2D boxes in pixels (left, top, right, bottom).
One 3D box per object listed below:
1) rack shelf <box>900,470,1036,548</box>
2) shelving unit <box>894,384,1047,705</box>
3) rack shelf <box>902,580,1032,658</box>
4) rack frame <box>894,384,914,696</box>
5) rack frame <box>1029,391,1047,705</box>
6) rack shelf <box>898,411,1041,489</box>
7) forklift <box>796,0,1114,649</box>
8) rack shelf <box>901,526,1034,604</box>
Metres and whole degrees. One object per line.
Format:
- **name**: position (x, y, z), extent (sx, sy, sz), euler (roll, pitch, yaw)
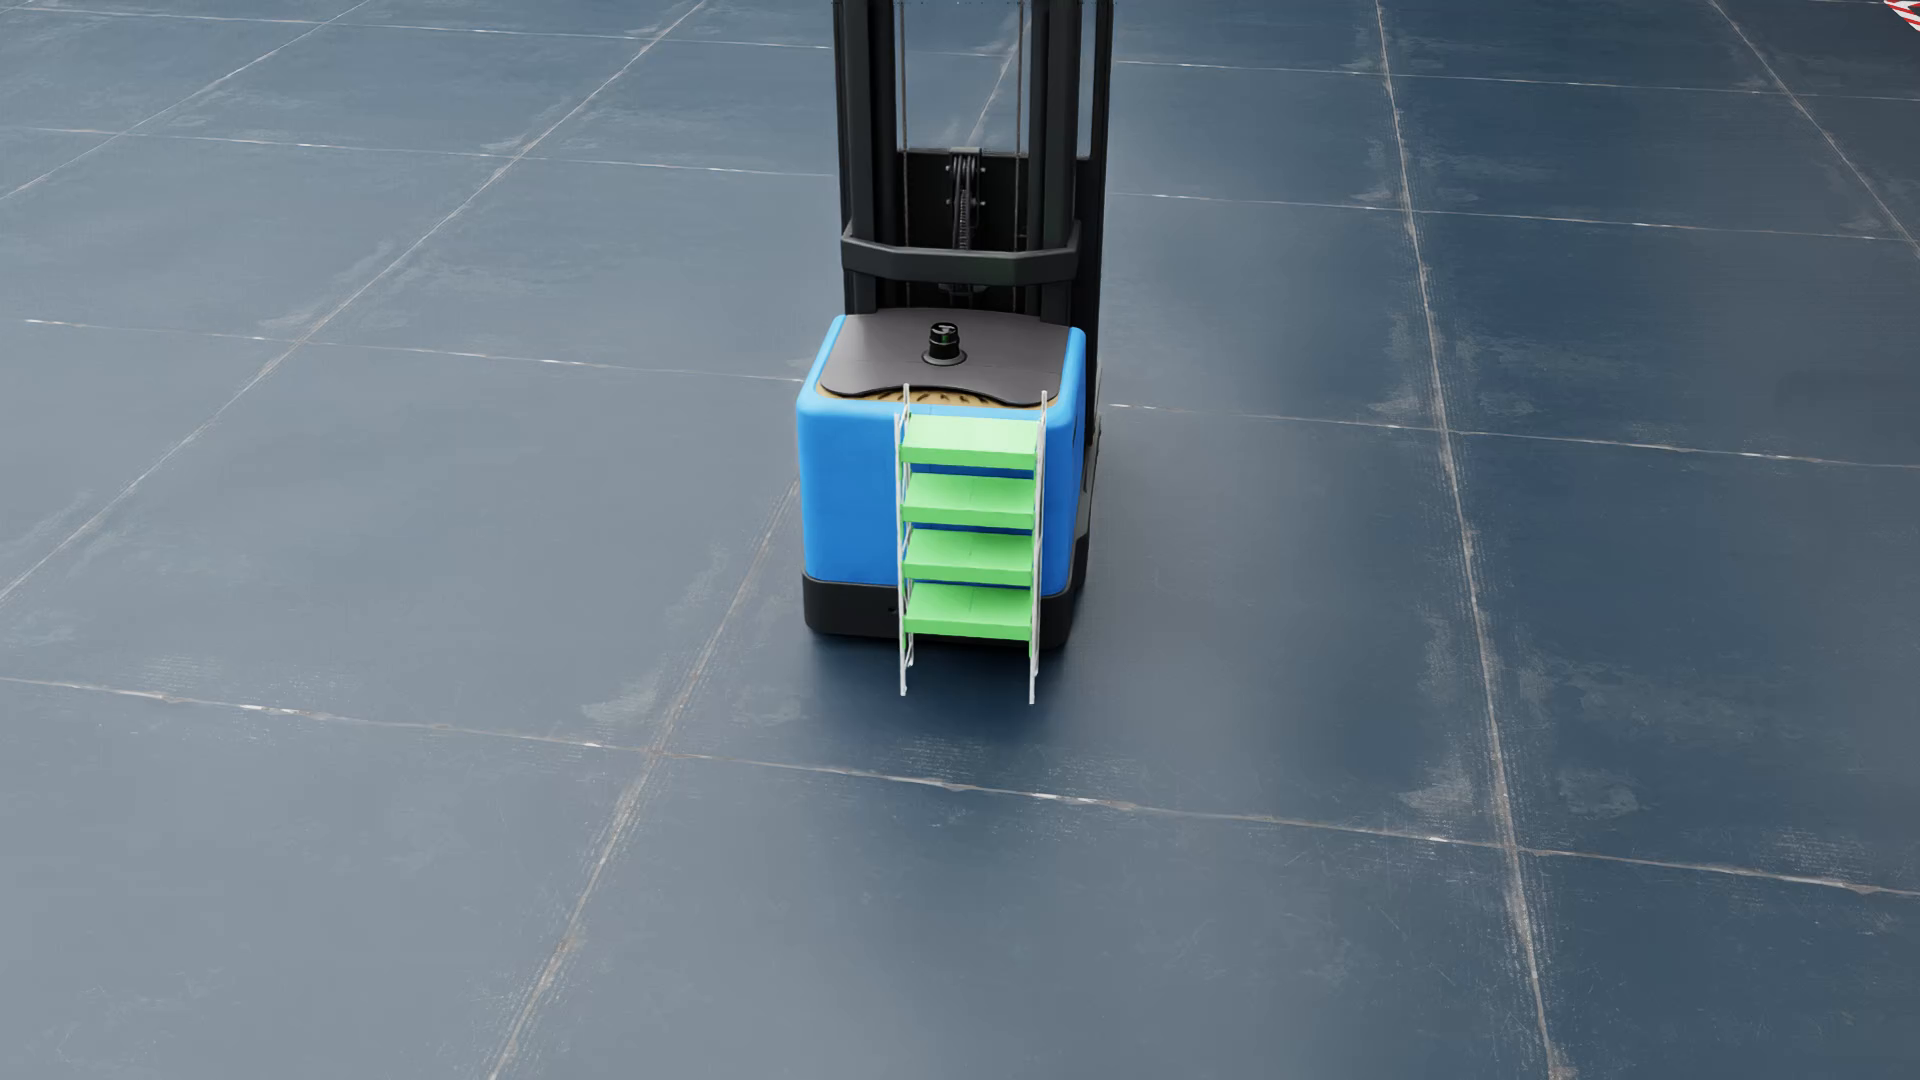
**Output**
- **rack shelf**: position (0.040, -0.114, 5.969), extent (0.480, 0.148, 0.258), euler (4, 32, 6)
- **shelving unit**: position (0.040, 0.035, 6.063), extent (0.503, 1.200, 0.258), euler (4, 32, 6)
- **rack shelf**: position (0.040, 0.293, 6.224), extent (0.480, 0.148, 0.258), euler (4, 32, 6)
- **rack frame**: position (-0.202, 0.020, 6.087), extent (0.015, 1.200, 0.240), euler (4, 32, 6)
- **rack frame**: position (0.282, 0.050, 6.039), extent (0.015, 1.200, 0.240), euler (4, 32, 6)
- **rack shelf**: position (0.040, -0.317, 5.842), extent (0.480, 0.148, 0.258), euler (4, 32, 6)
- **forklift**: position (0.082, -1.583, 7.017), extent (1.130, 2.935, 3.031), euler (4, 32, 6)
- **rack shelf**: position (0.040, 0.089, 6.097), extent (0.480, 0.148, 0.258), euler (4, 32, 6)
